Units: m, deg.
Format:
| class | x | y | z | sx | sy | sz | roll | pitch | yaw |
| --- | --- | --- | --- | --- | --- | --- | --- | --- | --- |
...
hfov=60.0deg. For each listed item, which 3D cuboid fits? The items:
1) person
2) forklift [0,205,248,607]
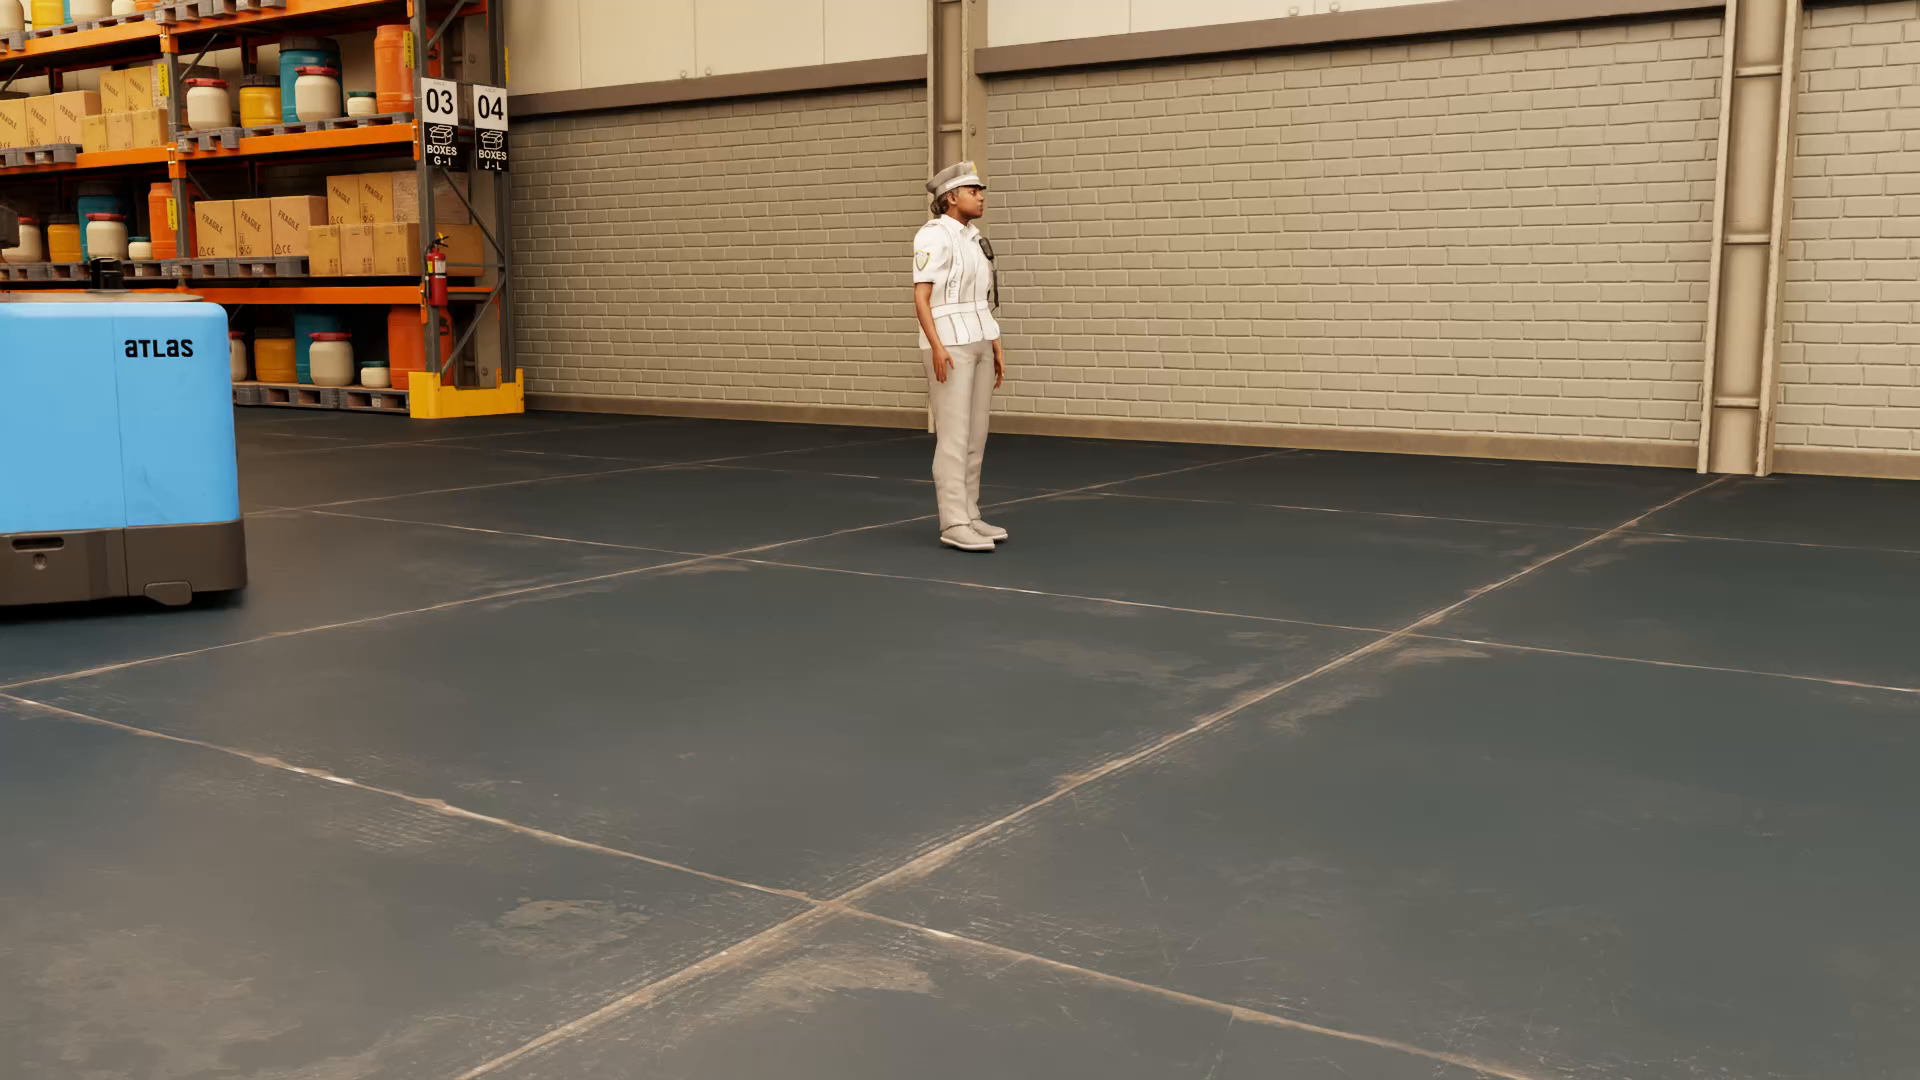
| class | x | y | z | sx | sy | sz | roll | pitch | yaw |
| --- | --- | --- | --- | --- | --- | --- | --- | --- | --- |
| person | 0.051 | -0.838 | 7.425 | 0.530 | 1.695 | 0.569 | 5 | 10 | 34 |
| forklift | -4.110 | -1.186 | 5.532 | 3.031 | 2.935 | 1.130 | -4 | 9 | -24 |
